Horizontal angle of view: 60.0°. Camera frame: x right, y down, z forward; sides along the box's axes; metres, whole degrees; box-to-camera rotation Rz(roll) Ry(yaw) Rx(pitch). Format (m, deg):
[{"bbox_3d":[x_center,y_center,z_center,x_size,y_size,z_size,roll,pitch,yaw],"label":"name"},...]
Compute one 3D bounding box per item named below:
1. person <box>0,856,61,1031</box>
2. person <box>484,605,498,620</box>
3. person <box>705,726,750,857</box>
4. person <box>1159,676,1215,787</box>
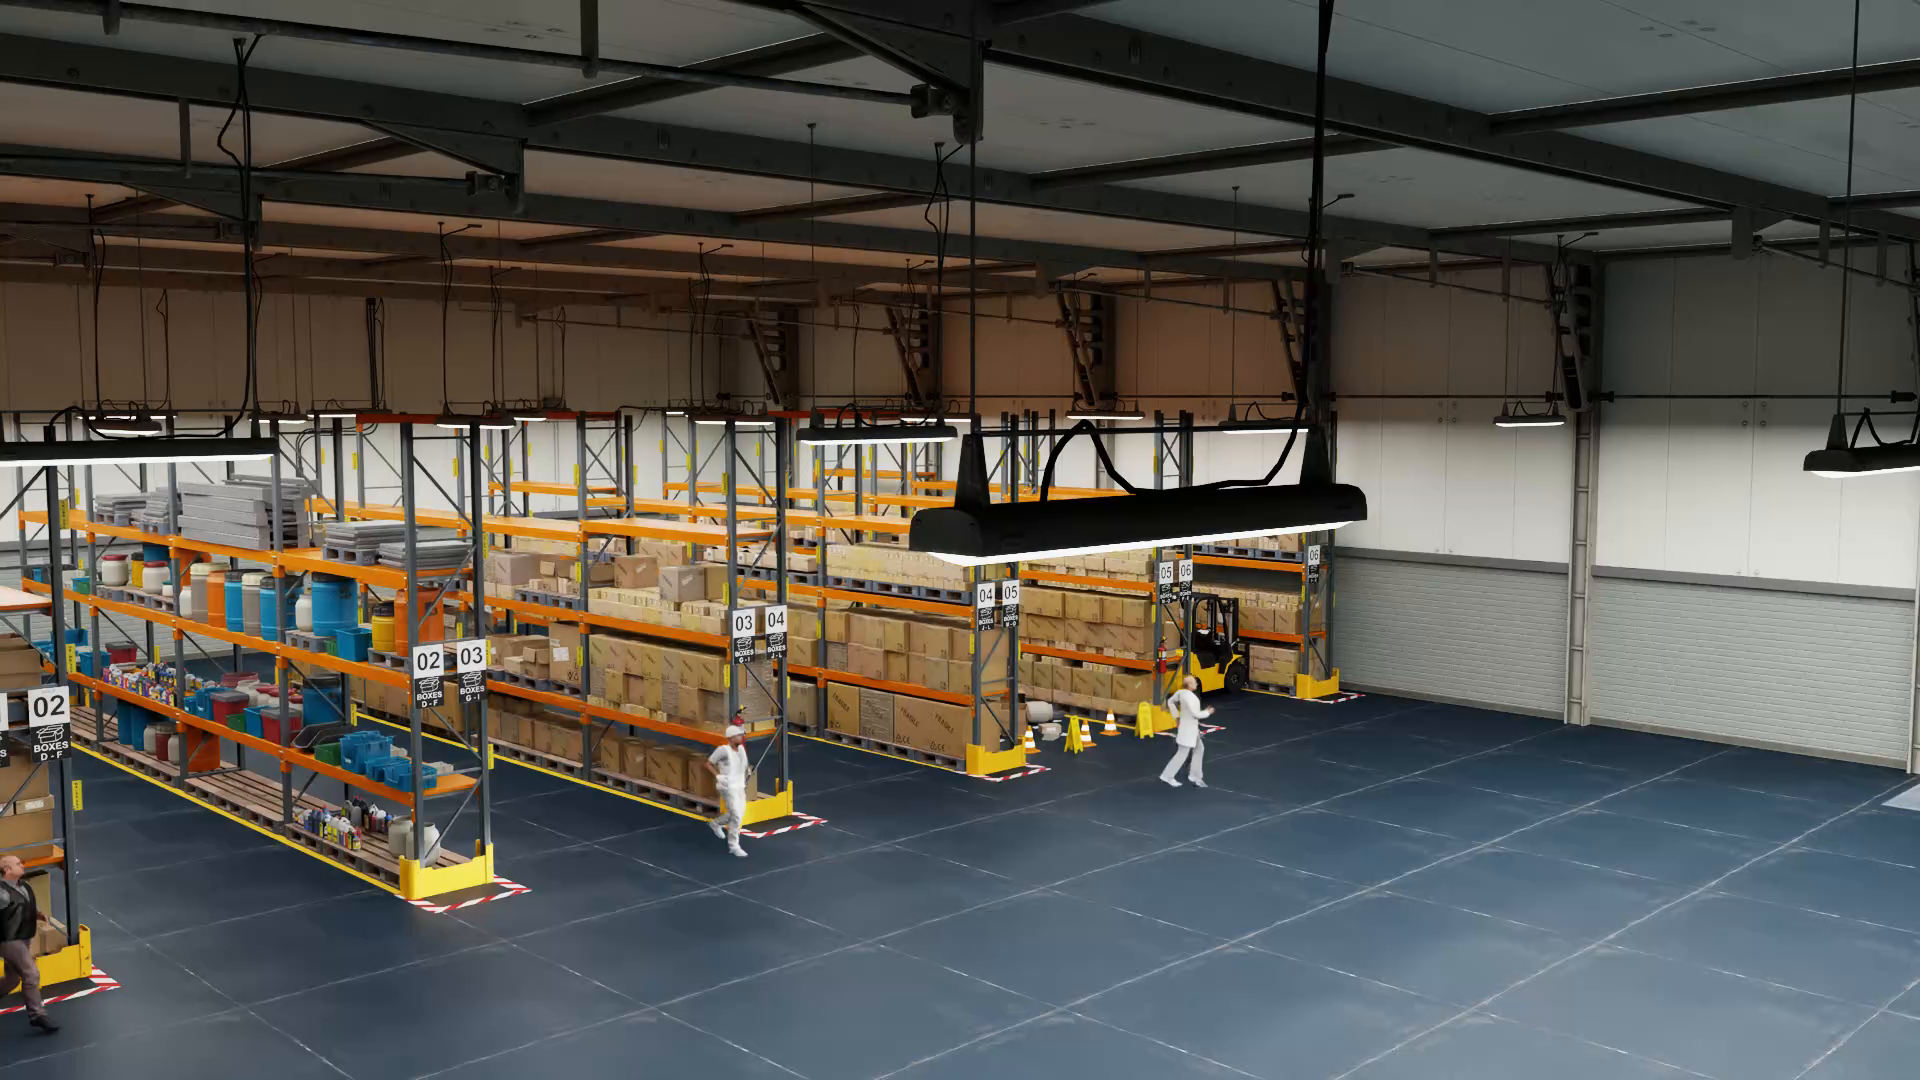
[{"bbox_3d":[-9.441,4.021,16.675,0.895,1.706,0.672,0,5,-3],"label":"person"},{"bbox_3d":[-11.449,1.919,40.602,0.634,1.830,0.713,2,5,23],"label":"person"},{"bbox_3d":[-3.184,3.464,23.243,0.877,1.749,0.715,3,6,30],"label":"person"},{"bbox_3d":[3.660,3.118,26.804,0.882,1.862,0.692,0,5,1],"label":"person"}]
